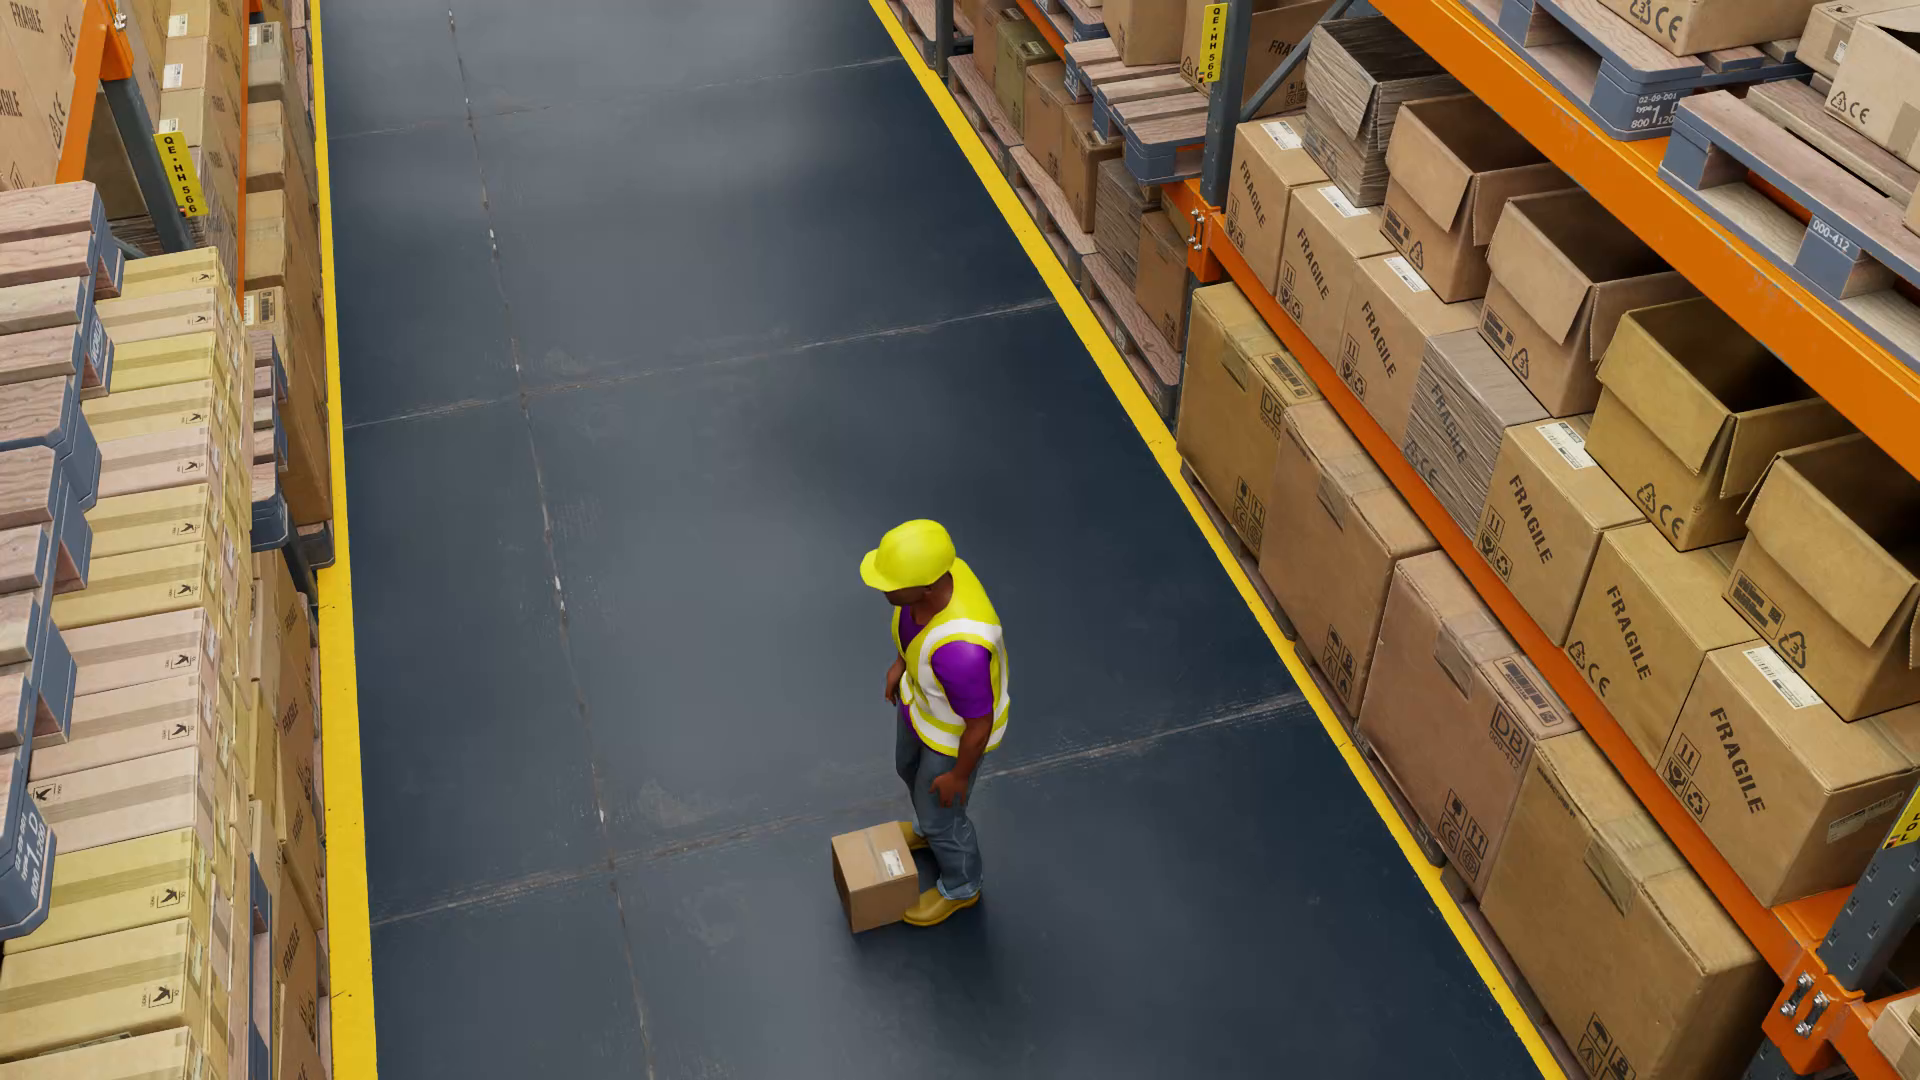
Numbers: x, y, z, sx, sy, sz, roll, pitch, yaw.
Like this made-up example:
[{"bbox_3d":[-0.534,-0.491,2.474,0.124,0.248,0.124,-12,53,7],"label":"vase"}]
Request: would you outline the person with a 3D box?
[{"bbox_3d":[-0.083,0.589,5.492,0.455,1.760,0.613,-13,44,-14],"label":"person"}]
